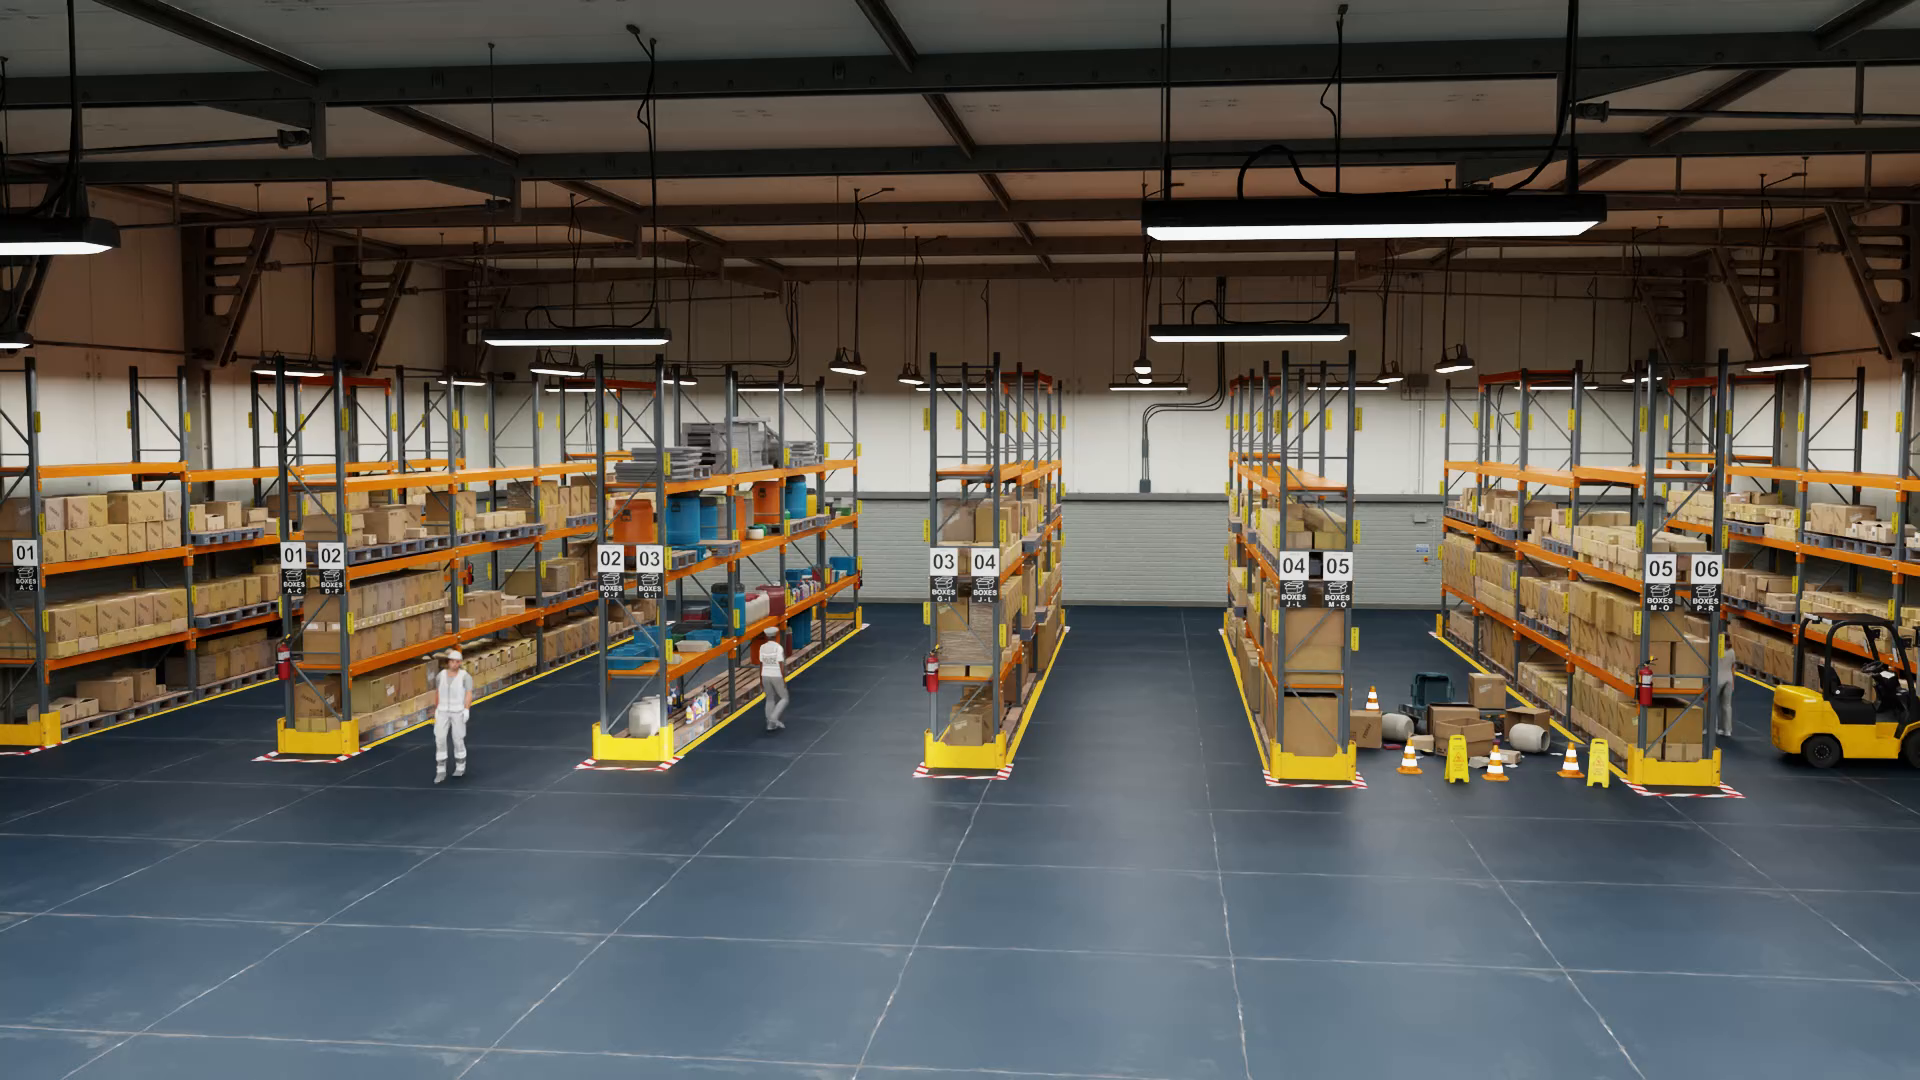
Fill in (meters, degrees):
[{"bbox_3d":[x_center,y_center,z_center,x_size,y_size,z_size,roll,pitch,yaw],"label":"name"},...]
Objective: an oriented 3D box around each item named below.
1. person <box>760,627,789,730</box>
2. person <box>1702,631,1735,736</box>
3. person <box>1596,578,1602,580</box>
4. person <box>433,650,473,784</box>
[{"bbox_3d":[-3.052,2.261,26.993,0.508,1.667,0.492,2,4,25],"label":"person"},{"bbox_3d":[12.161,2.302,26.568,0.530,1.705,0.403,-1,4,-18],"label":"person"},{"bbox_3d":[14.654,1.473,38.091,0.906,1.629,0.456,3,5,39],"label":"person"},{"bbox_3d":[-7.148,2.481,23.318,0.562,1.836,0.605,0,4,0],"label":"person"}]
